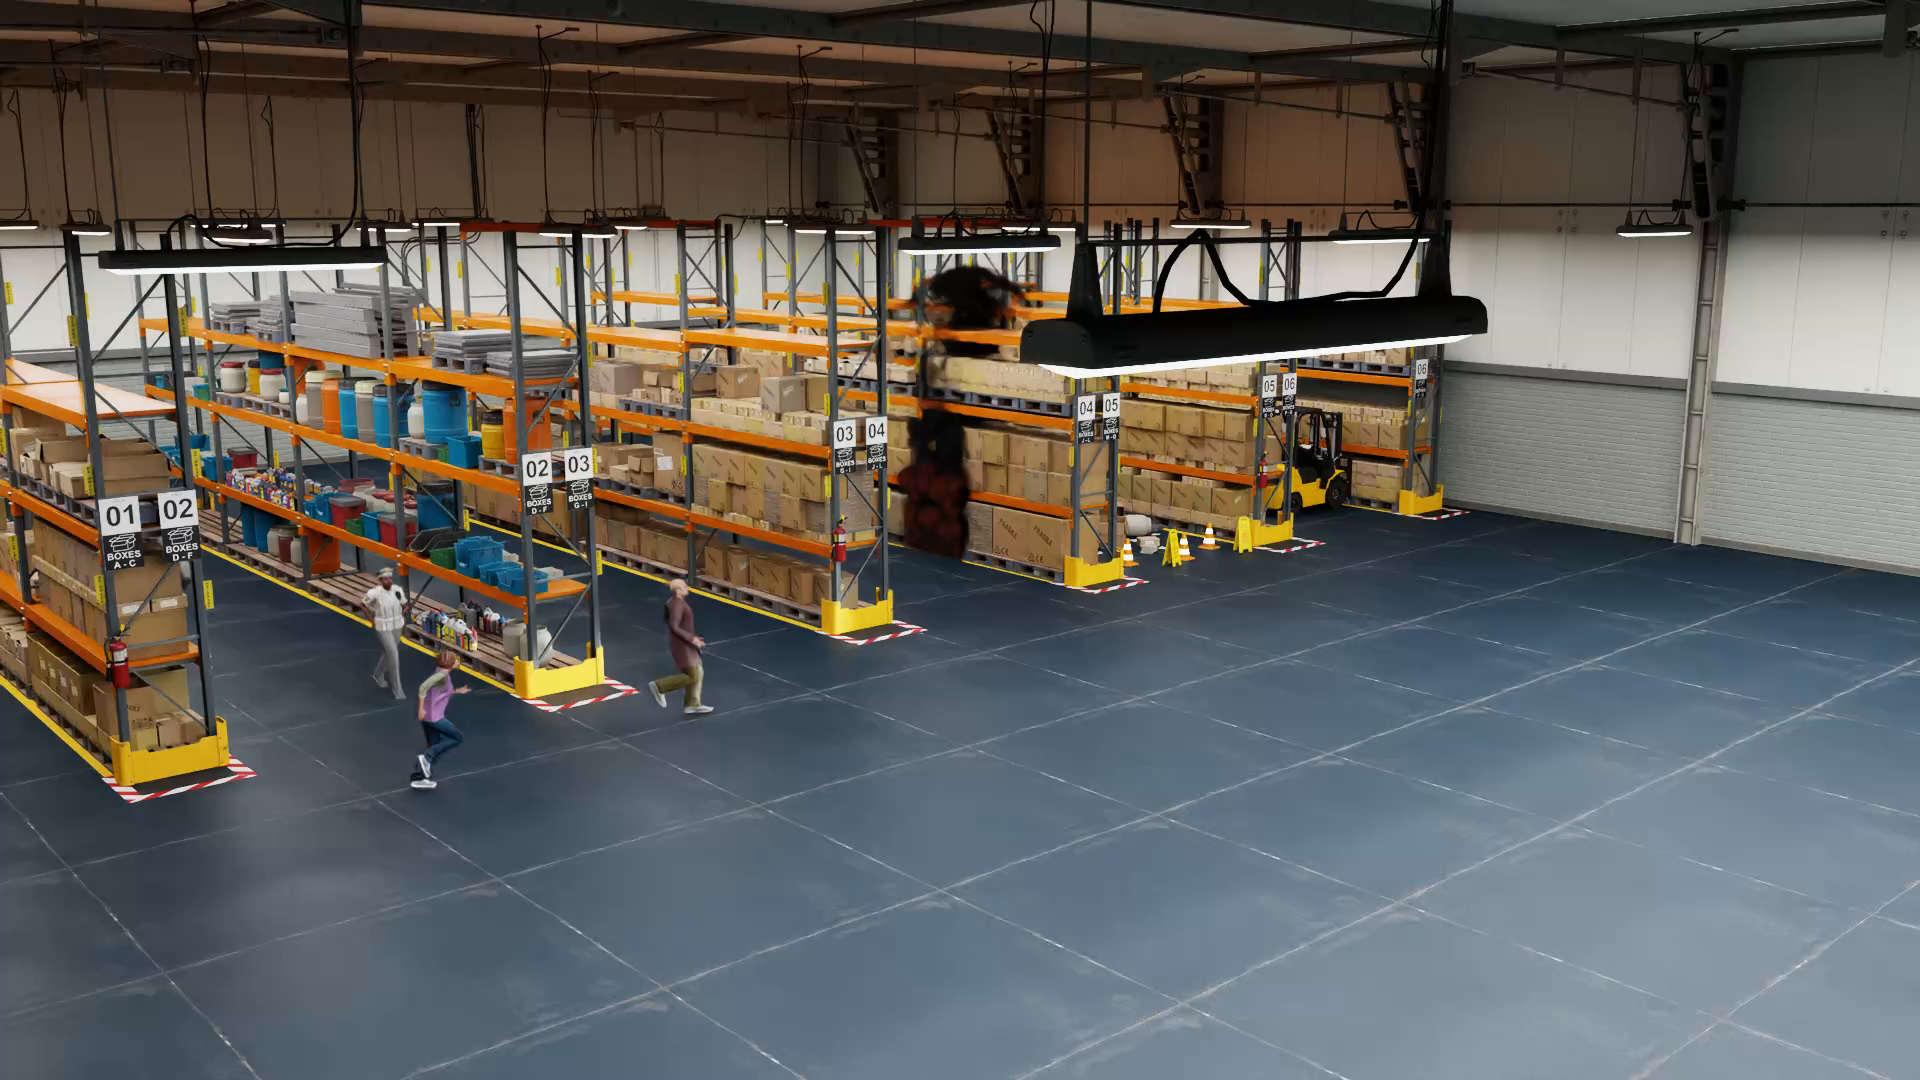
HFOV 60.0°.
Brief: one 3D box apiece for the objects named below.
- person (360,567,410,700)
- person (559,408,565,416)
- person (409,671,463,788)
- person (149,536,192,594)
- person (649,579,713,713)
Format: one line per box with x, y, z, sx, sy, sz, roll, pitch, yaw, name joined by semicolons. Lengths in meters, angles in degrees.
-7.467;1.190;21.744;0.771;1.753;0.530;9;15;38;person
-9.214;-2.201;38.446;0.722;1.787;0.740;-4;12;-19;person
-5.783;2.070;18.275;0.591;1.321;0.525;-5;13;-24;person
-12.432;0.227;26.315;0.638;1.737;0.586;-11;16;-42;person
-3.533;1.340;20.887;0.797;1.742;0.716;-3;12;-15;person
